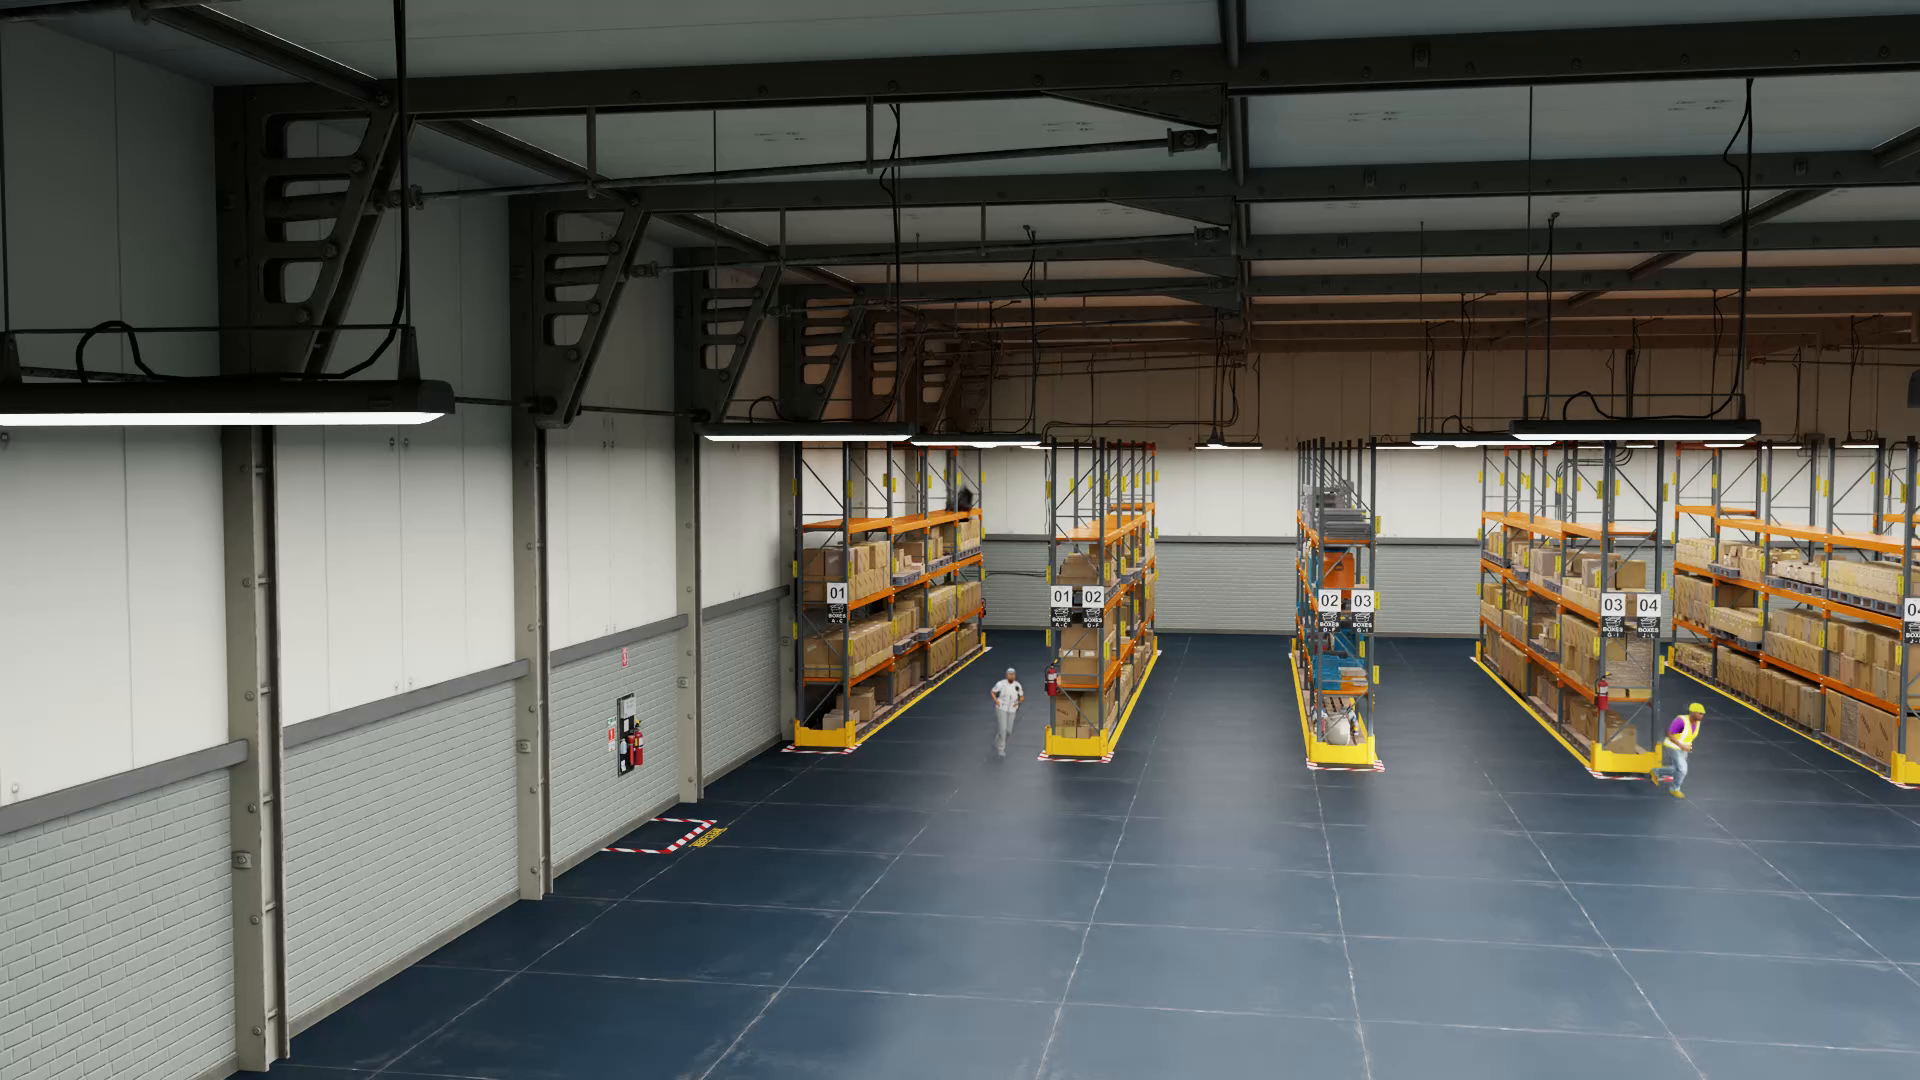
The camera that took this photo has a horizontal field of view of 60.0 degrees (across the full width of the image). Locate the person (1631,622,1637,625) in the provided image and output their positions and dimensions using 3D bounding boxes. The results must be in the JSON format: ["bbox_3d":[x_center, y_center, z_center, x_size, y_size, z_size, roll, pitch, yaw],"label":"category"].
[{"bbox_3d":[17.691,2.603,43.811,0.619,1.648,0.862,1,3,17],"label":"person"}]

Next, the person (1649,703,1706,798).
[{"bbox_3d":[11.952,3.471,27.678,0.705,1.611,0.989,-2,4,-33],"label":"person"}]

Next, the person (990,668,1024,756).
[{"bbox_3d":[0.901,3.257,31.668,0.648,1.646,0.721,-1,3,-14],"label":"person"}]
